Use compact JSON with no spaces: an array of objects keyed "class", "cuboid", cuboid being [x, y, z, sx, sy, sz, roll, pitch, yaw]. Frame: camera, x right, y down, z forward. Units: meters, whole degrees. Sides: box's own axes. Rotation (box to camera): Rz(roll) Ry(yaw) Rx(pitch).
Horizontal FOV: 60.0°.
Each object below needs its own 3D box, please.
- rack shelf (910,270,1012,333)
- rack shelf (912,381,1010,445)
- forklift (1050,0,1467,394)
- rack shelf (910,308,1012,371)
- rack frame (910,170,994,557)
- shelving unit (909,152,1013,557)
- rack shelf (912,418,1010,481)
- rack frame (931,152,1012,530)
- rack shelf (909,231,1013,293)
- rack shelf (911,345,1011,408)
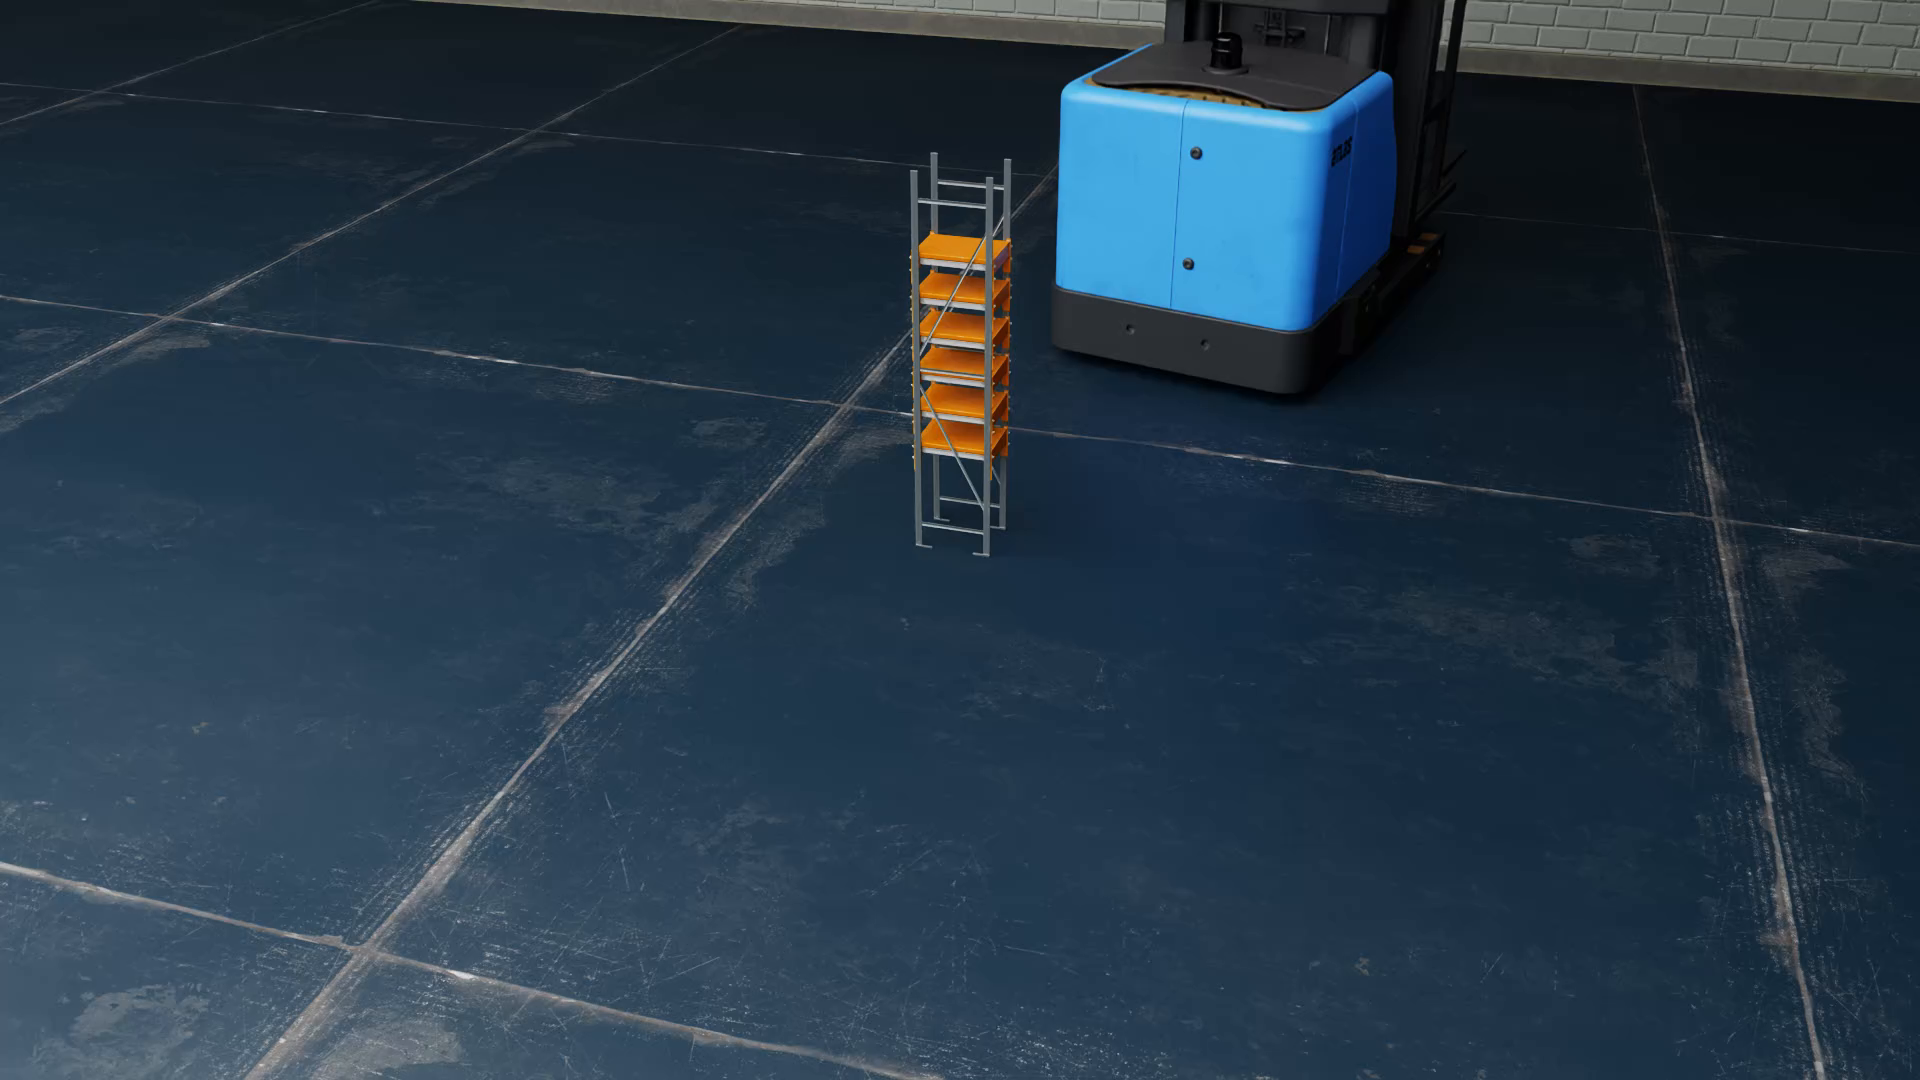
[{"class":"rack shelf","cuboid":[0.004,-0.702,4.875,0.258,0.103,0.180,8,30,15]},{"class":"rack shelf","cuboid":[0.004,-0.387,5.050,0.258,0.103,0.180,8,30,15]},{"class":"forklift","cuboid":[1.507,-2.498,6.725,1.130,2.935,3.031,15,32,25]},{"class":"rack shelf","cuboid":[0.004,-0.597,4.934,0.258,0.103,0.180,8,30,15]},{"class":"rack frame","cuboid":[-0.023,-0.489,4.894,0.240,1.200,0.006,8,30,15]},{"class":"shelving unit","cuboid":[0.004,-0.531,4.970,0.258,1.200,0.189,8,30,15]},{"class":"rack shelf","cuboid":[0.004,-0.282,5.109,0.258,0.103,0.180,8,30,15]},{"class":"rack frame","cuboid":[0.031,-0.574,5.047,0.240,1.200,0.006,8,30,15]},{"class":"rack shelf","cuboid":[0.004,-0.807,4.817,0.258,0.103,0.180,8,30,15]},{"class":"rack shelf","cuboid":[0.004,-0.492,4.992,0.258,0.103,0.180,8,30,15]}]
